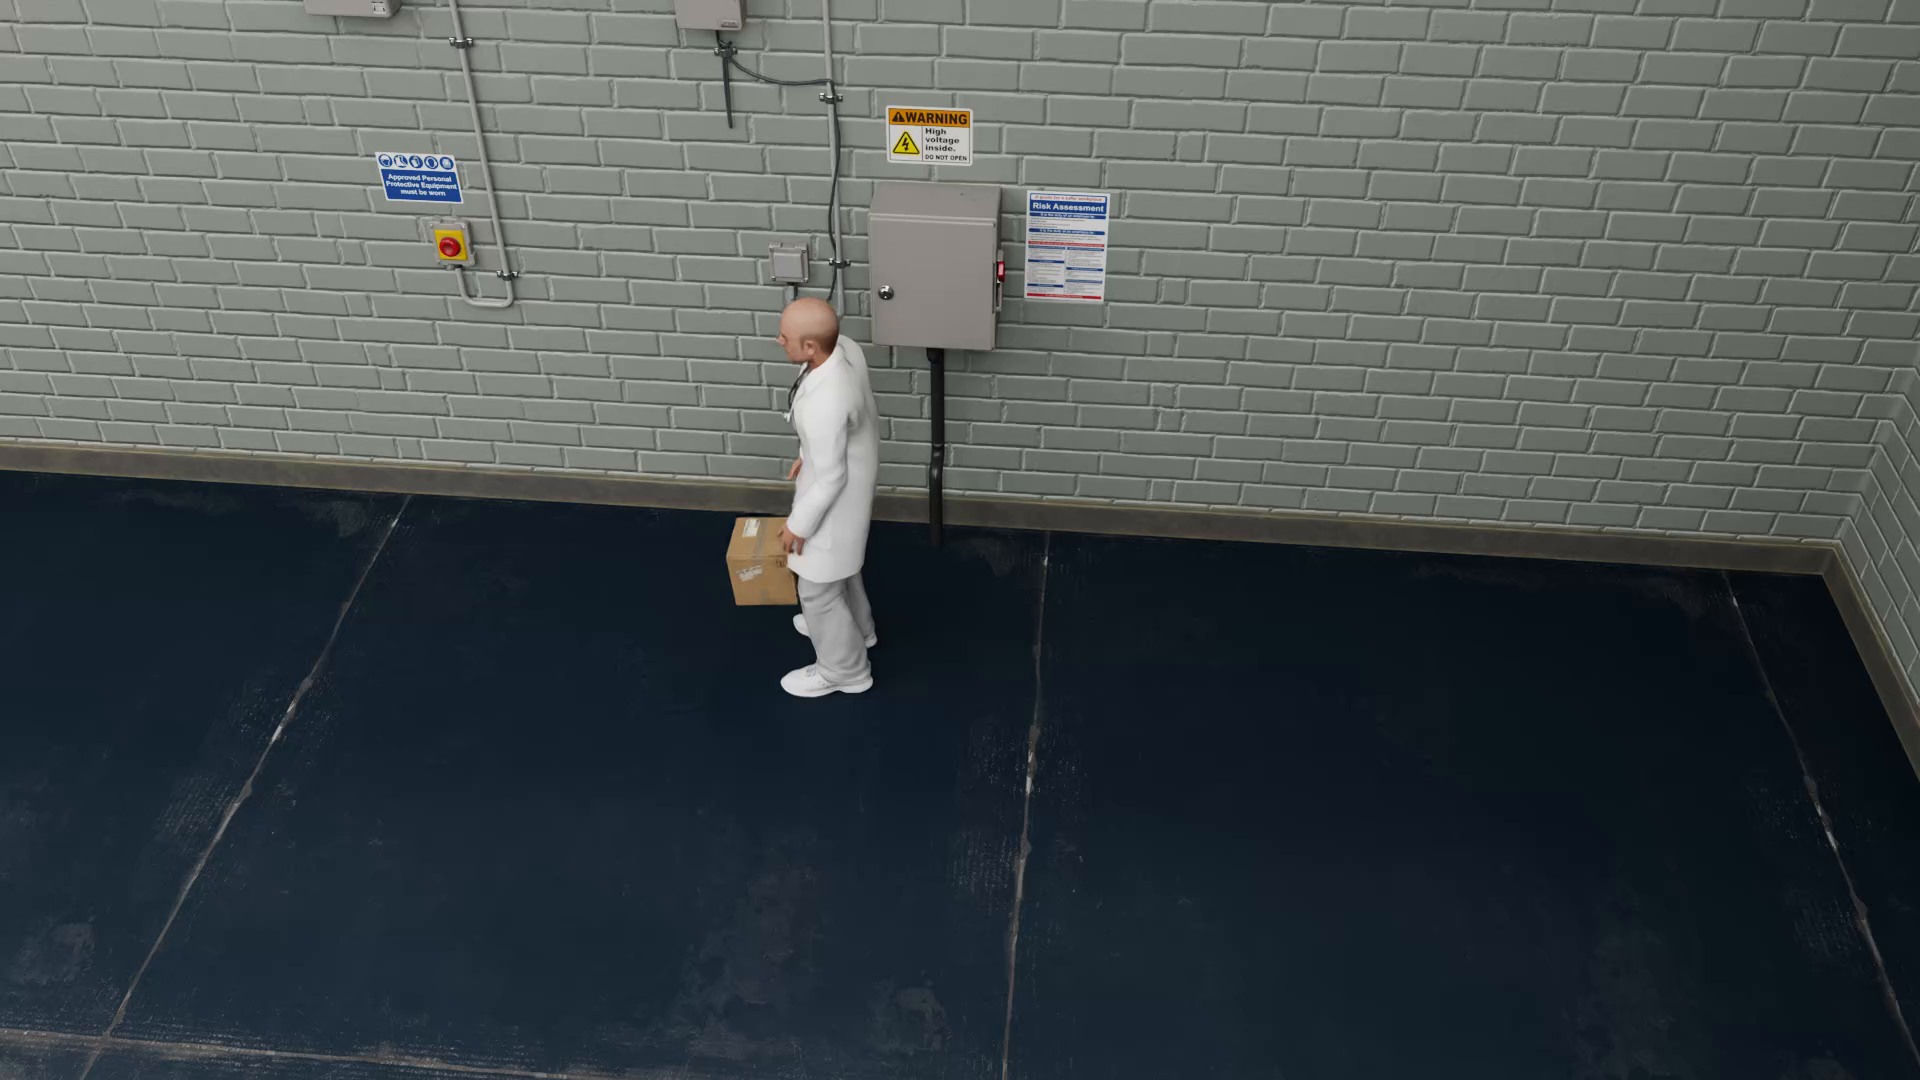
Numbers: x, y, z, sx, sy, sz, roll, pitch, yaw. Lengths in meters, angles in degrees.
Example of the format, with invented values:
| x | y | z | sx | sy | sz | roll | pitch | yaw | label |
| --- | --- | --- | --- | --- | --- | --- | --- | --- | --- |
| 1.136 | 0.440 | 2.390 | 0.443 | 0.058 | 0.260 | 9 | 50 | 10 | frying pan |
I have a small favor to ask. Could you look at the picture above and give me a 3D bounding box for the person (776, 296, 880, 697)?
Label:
| x | y | z | sx | sy | sz | roll | pitch | yaw | label |
| --- | --- | --- | --- | --- | --- | --- | --- | --- | --- |
| -0.512 | -0.157 | 6.355 | 0.424 | 1.778 | 0.589 | 2 | 40 | 3 | person |
